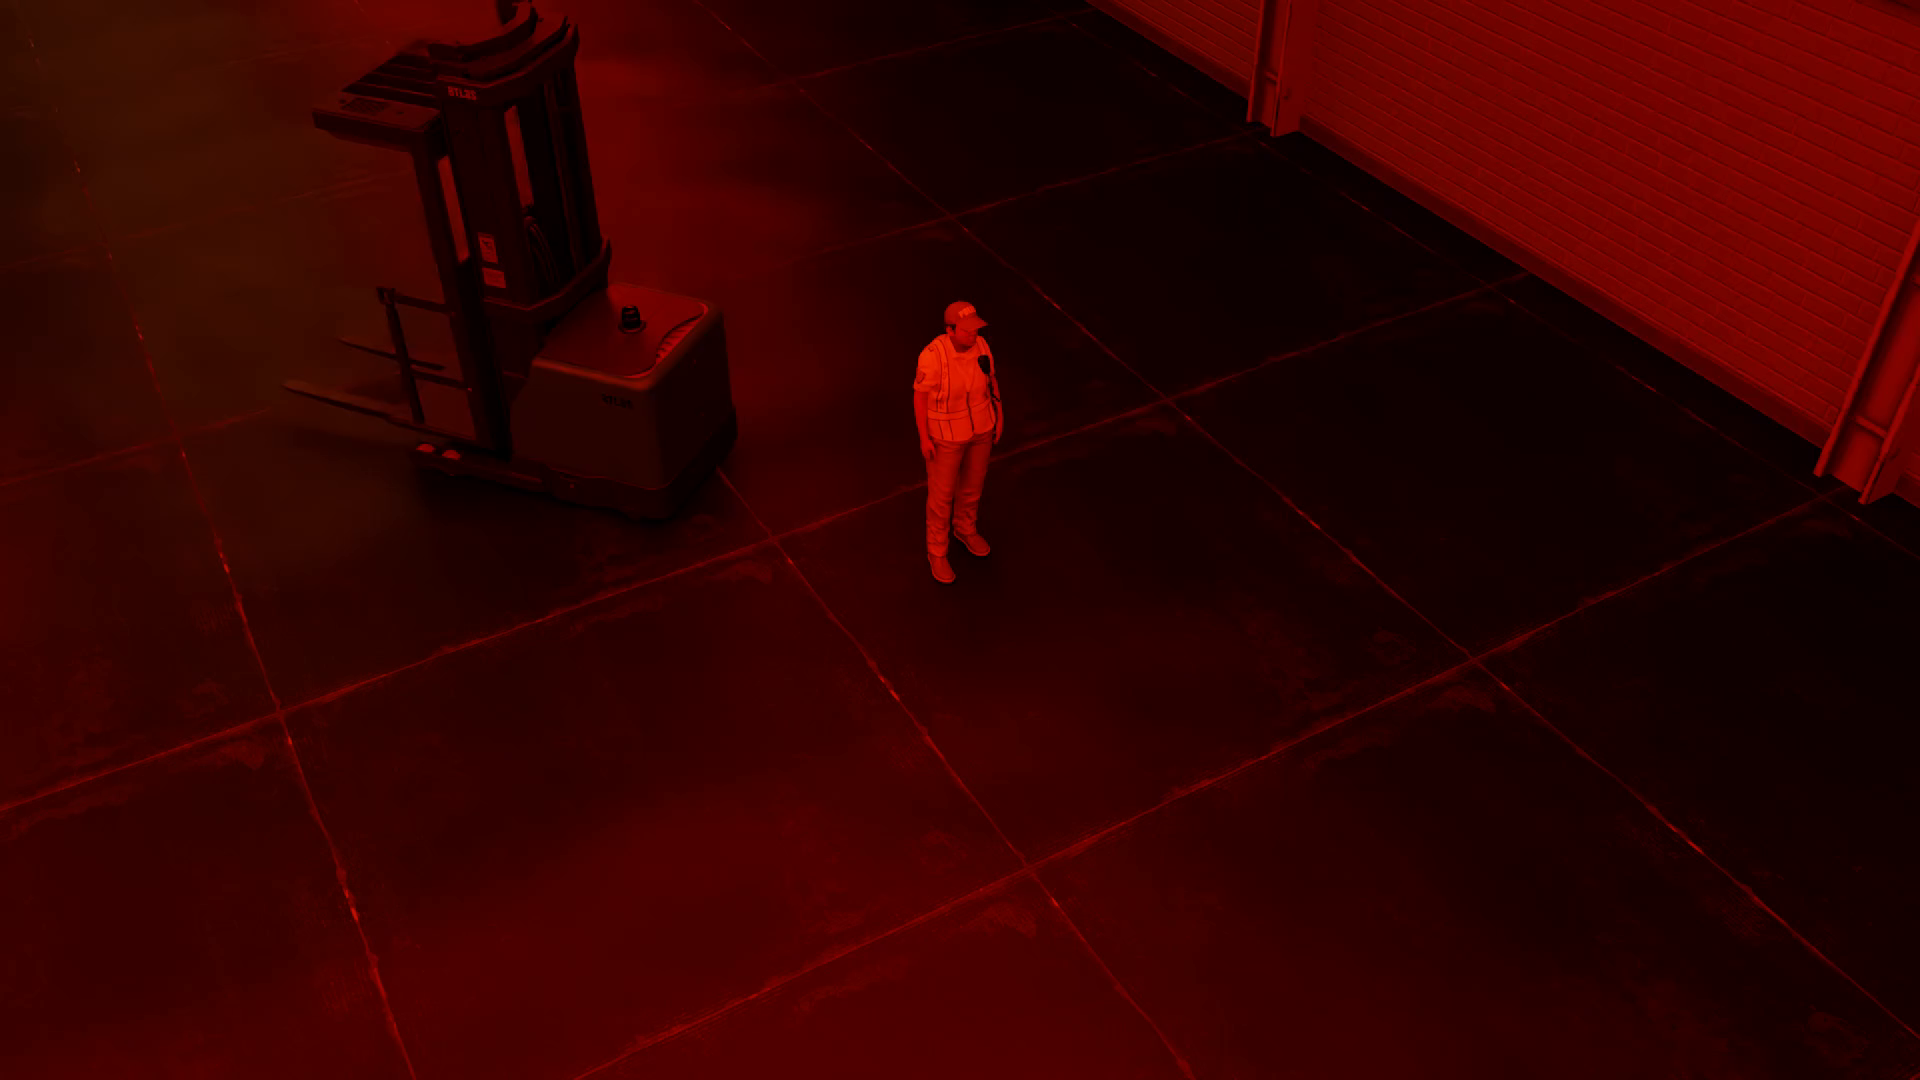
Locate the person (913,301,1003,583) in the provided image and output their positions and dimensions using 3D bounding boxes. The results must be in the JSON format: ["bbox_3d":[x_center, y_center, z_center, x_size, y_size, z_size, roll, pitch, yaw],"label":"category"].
[{"bbox_3d":[0.019,-0.598,9.736,0.599,1.670,0.529,-20,44,-23],"label":"person"}]

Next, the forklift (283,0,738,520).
[{"bbox_3d":[-3.047,-1.846,10.262,3.031,2.935,1.130,14,42,16],"label":"forklift"}]
